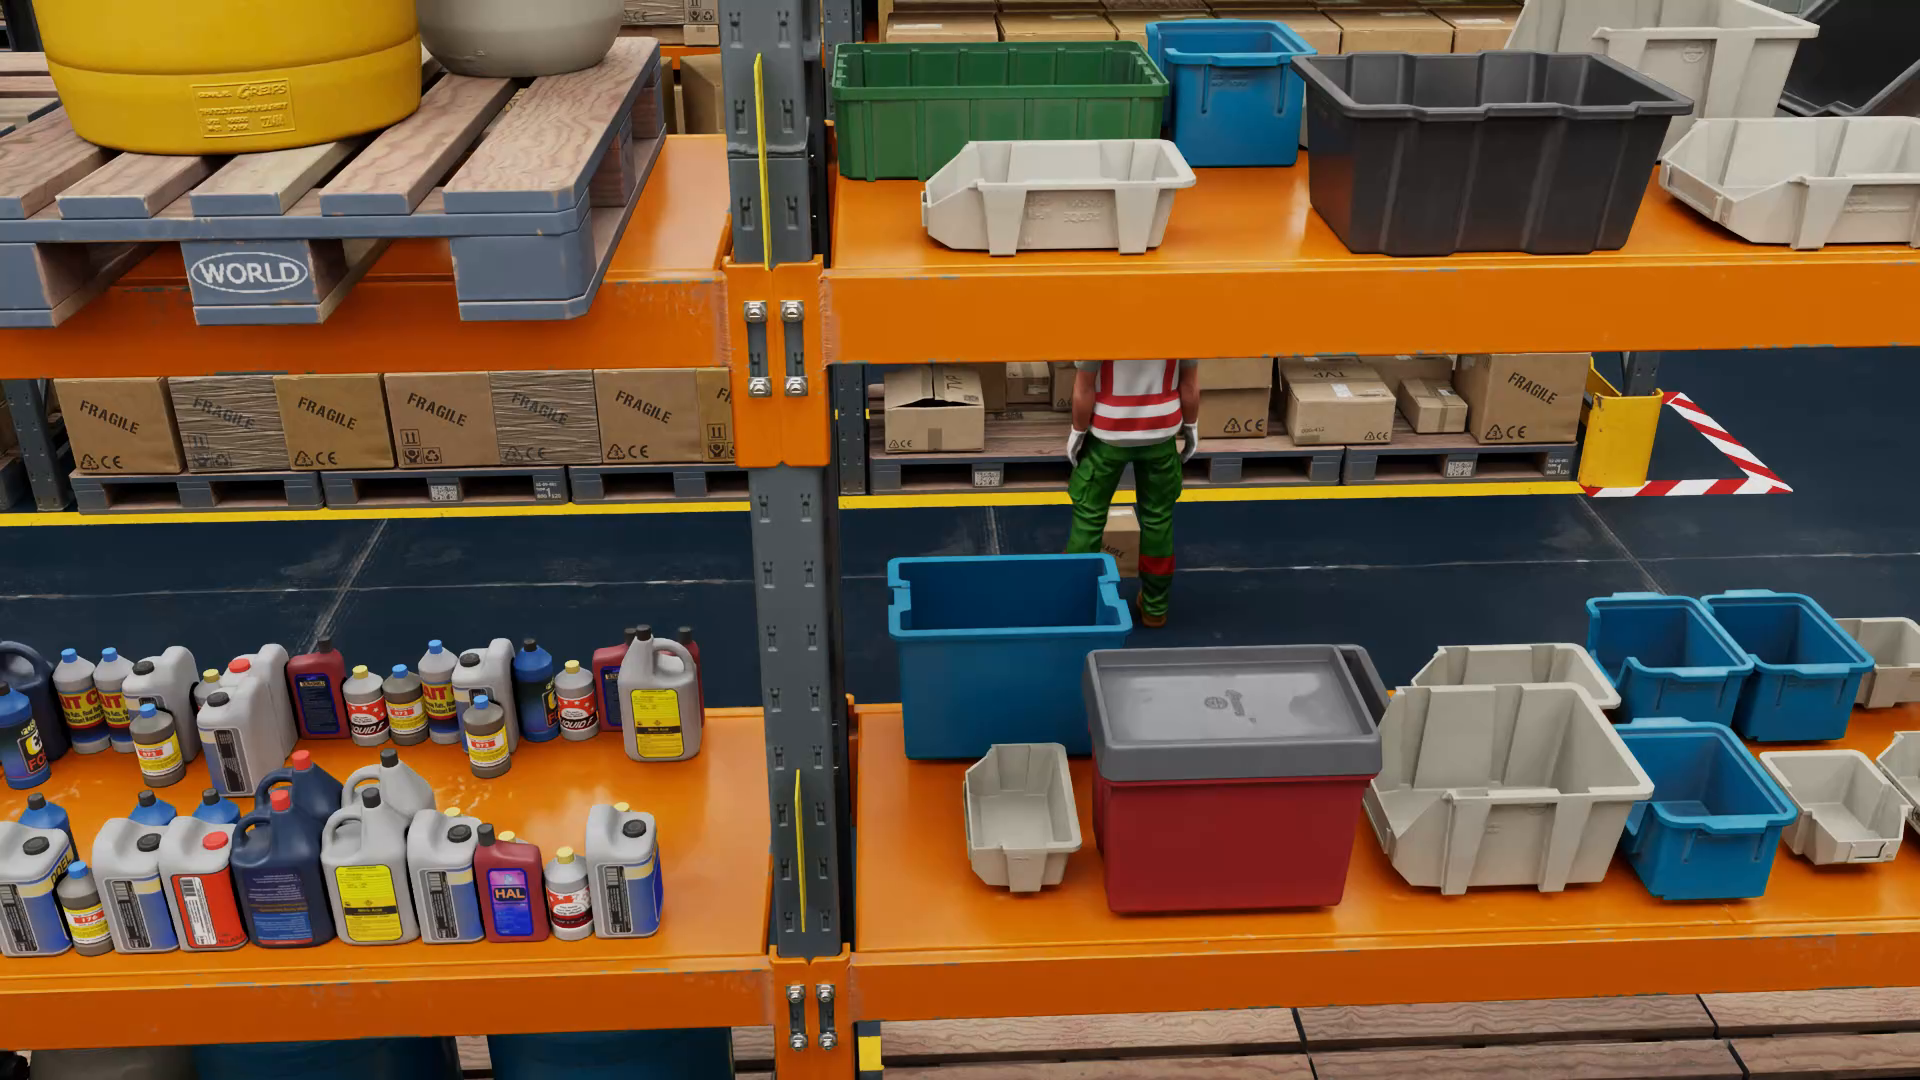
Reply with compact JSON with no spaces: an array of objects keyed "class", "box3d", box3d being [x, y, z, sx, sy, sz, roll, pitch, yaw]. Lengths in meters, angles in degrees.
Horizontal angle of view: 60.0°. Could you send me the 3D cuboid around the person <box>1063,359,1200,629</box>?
[{"class":"person","box3d":[0.710,-0.456,6.967,0.587,1.791,0.366,-1,27,-2]}]
